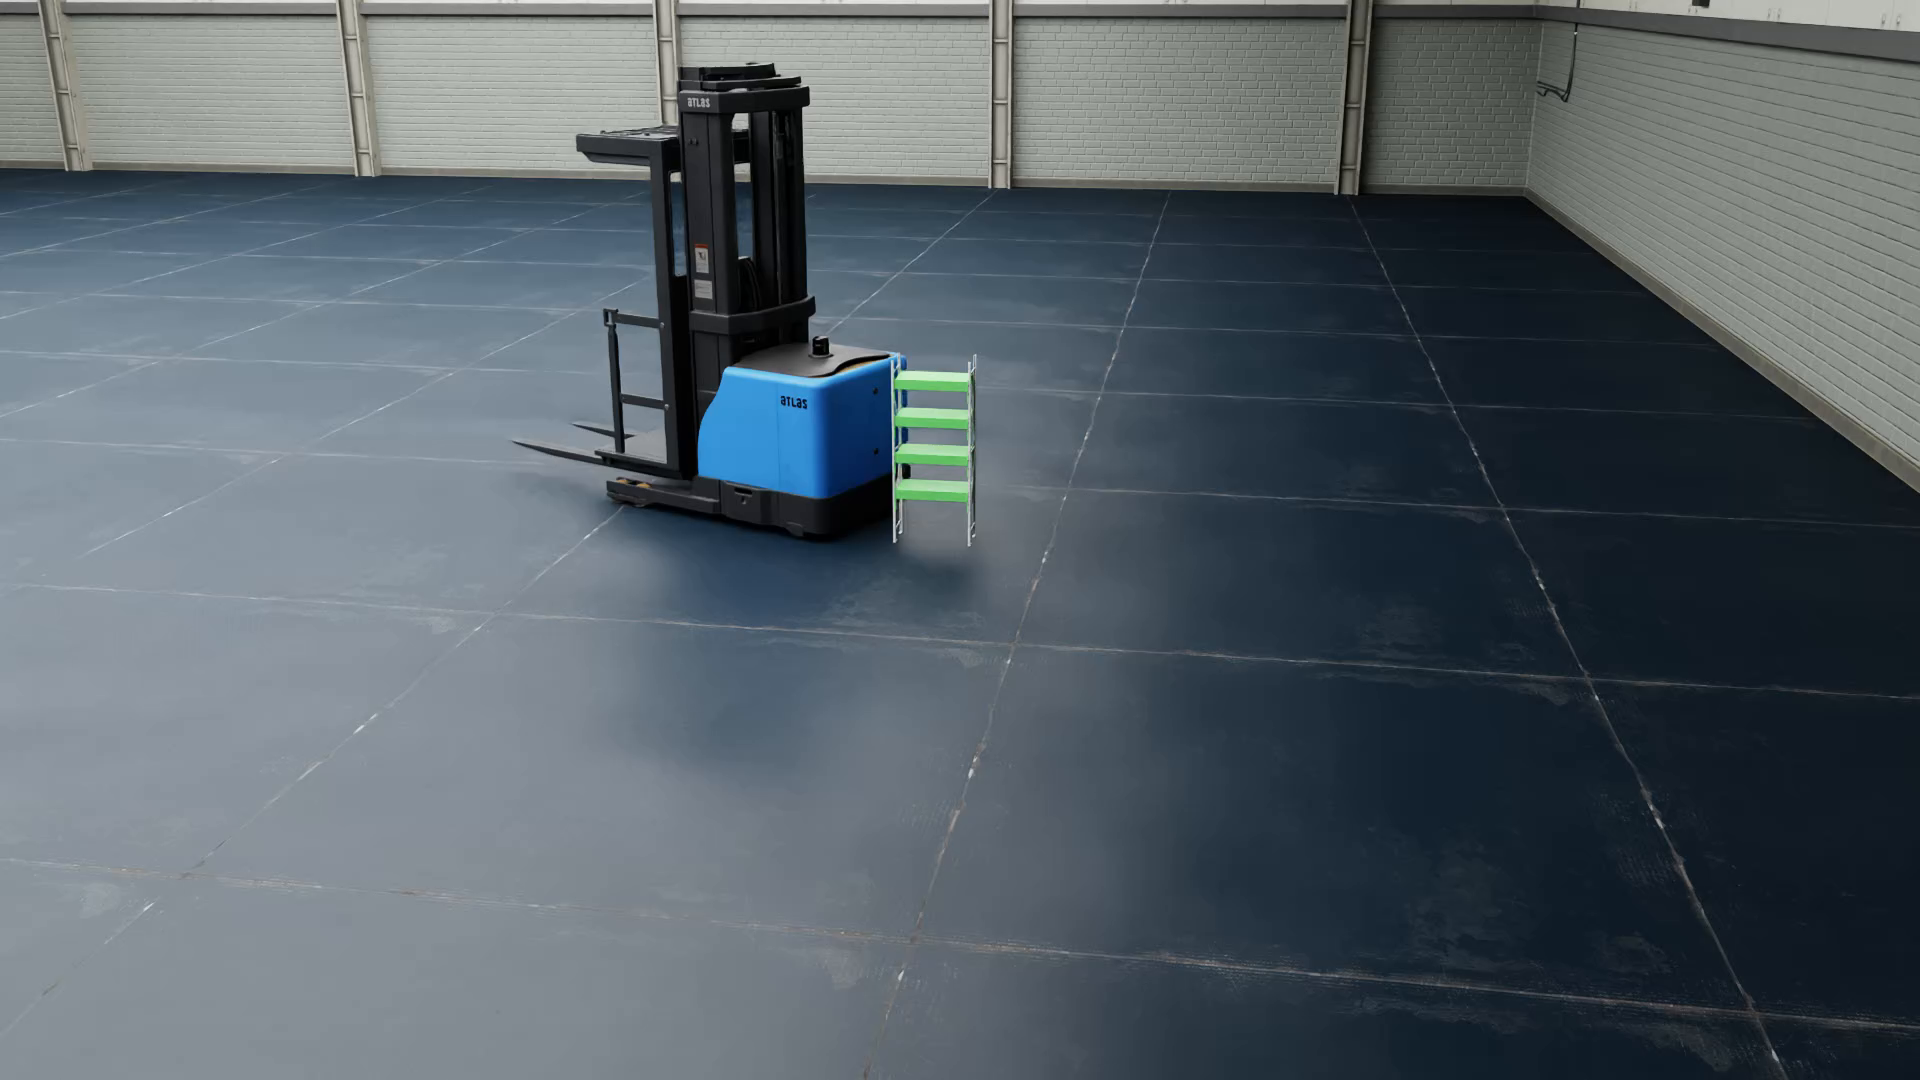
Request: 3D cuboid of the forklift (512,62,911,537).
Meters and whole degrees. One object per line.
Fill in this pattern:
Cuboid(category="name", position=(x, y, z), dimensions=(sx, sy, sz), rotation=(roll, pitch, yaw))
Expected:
Cuboid(category="forklift", position=(-1.856, -1.743, 11.393), dimensions=(3.031, 2.935, 1.130), rotation=(11, 22, 31))

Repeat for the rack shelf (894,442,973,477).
Cuboid(category="rack shelf", position=(-0.163, -0.517, 10.658), dimensions=(0.480, 0.148, 0.258), rotation=(3, 19, 9))

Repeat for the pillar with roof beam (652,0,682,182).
Cuboid(category="pillar with roof beam", position=(-5.889, -9.480, 24.954), dimensions=(0.400, 9.000, 9.100), rotation=(3, 19, 9))

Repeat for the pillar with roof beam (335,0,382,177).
Cuboid(category="pillar with roof beam", position=(-11.813, -9.782, 25.857), dimensions=(0.400, 9.000, 9.100), rotation=(3, 19, 9))

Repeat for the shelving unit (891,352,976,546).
Cuboid(category="shelving unit", position=(-0.163, -0.577, 10.638), dimensions=(0.503, 1.200, 0.258), rotation=(3, 19, 9))

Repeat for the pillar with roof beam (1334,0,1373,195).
Cuboid(category="pillar with roof beam", position=(5.959, -8.876, 23.149), dimensions=(0.400, 9.000, 9.100), rotation=(3, 19, 9))

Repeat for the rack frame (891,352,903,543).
Cuboid(category="rack frame", position=(-0.404, -0.590, 10.674), dimensions=(0.015, 1.200, 0.240), rotation=(3, 19, 9))

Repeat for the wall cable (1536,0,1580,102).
Cuboid(category="wall cable", position=(9.341, -8.190, 25.991), dimensions=(0.112, 2.526, 3.097), rotation=(3, 19, 9))

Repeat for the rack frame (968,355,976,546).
Cuboid(category="rack frame", position=(0.077, -0.565, 10.601), dimensions=(0.015, 1.200, 0.240), rotation=(3, 19, 9))

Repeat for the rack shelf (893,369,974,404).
Cuboid(category="rack shelf", position=(-0.163, -0.972, 10.506), dimensions=(0.480, 0.148, 0.258), rotation=(3, 19, 9))

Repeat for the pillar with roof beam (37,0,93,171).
Cuboid(category="pillar with roof beam", position=(-17.737, -10.084, 26.759), dimensions=(0.400, 9.000, 9.100), rotation=(3, 19, 9))

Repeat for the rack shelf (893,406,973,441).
Cuboid(category="rack shelf", position=(-0.163, -0.744, 10.582), dimensions=(0.480, 0.148, 0.258), rotation=(3, 19, 9))

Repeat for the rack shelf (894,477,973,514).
Cuboid(category="rack shelf", position=(-0.163, -0.289, 10.734), dimensions=(0.480, 0.148, 0.258), rotation=(3, 19, 9))

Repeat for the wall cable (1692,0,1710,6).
Cuboid(category="wall cable", position=(7.819, -8.302, 16.073), dimensions=(0.169, 6.003, 2.305), rotation=(3, 19, 9))

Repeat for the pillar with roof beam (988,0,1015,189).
Cuboid(category="pillar with roof beam", position=(0.035, -9.178, 24.052), dimensions=(0.400, 9.000, 9.100), rotation=(3, 19, 9))
